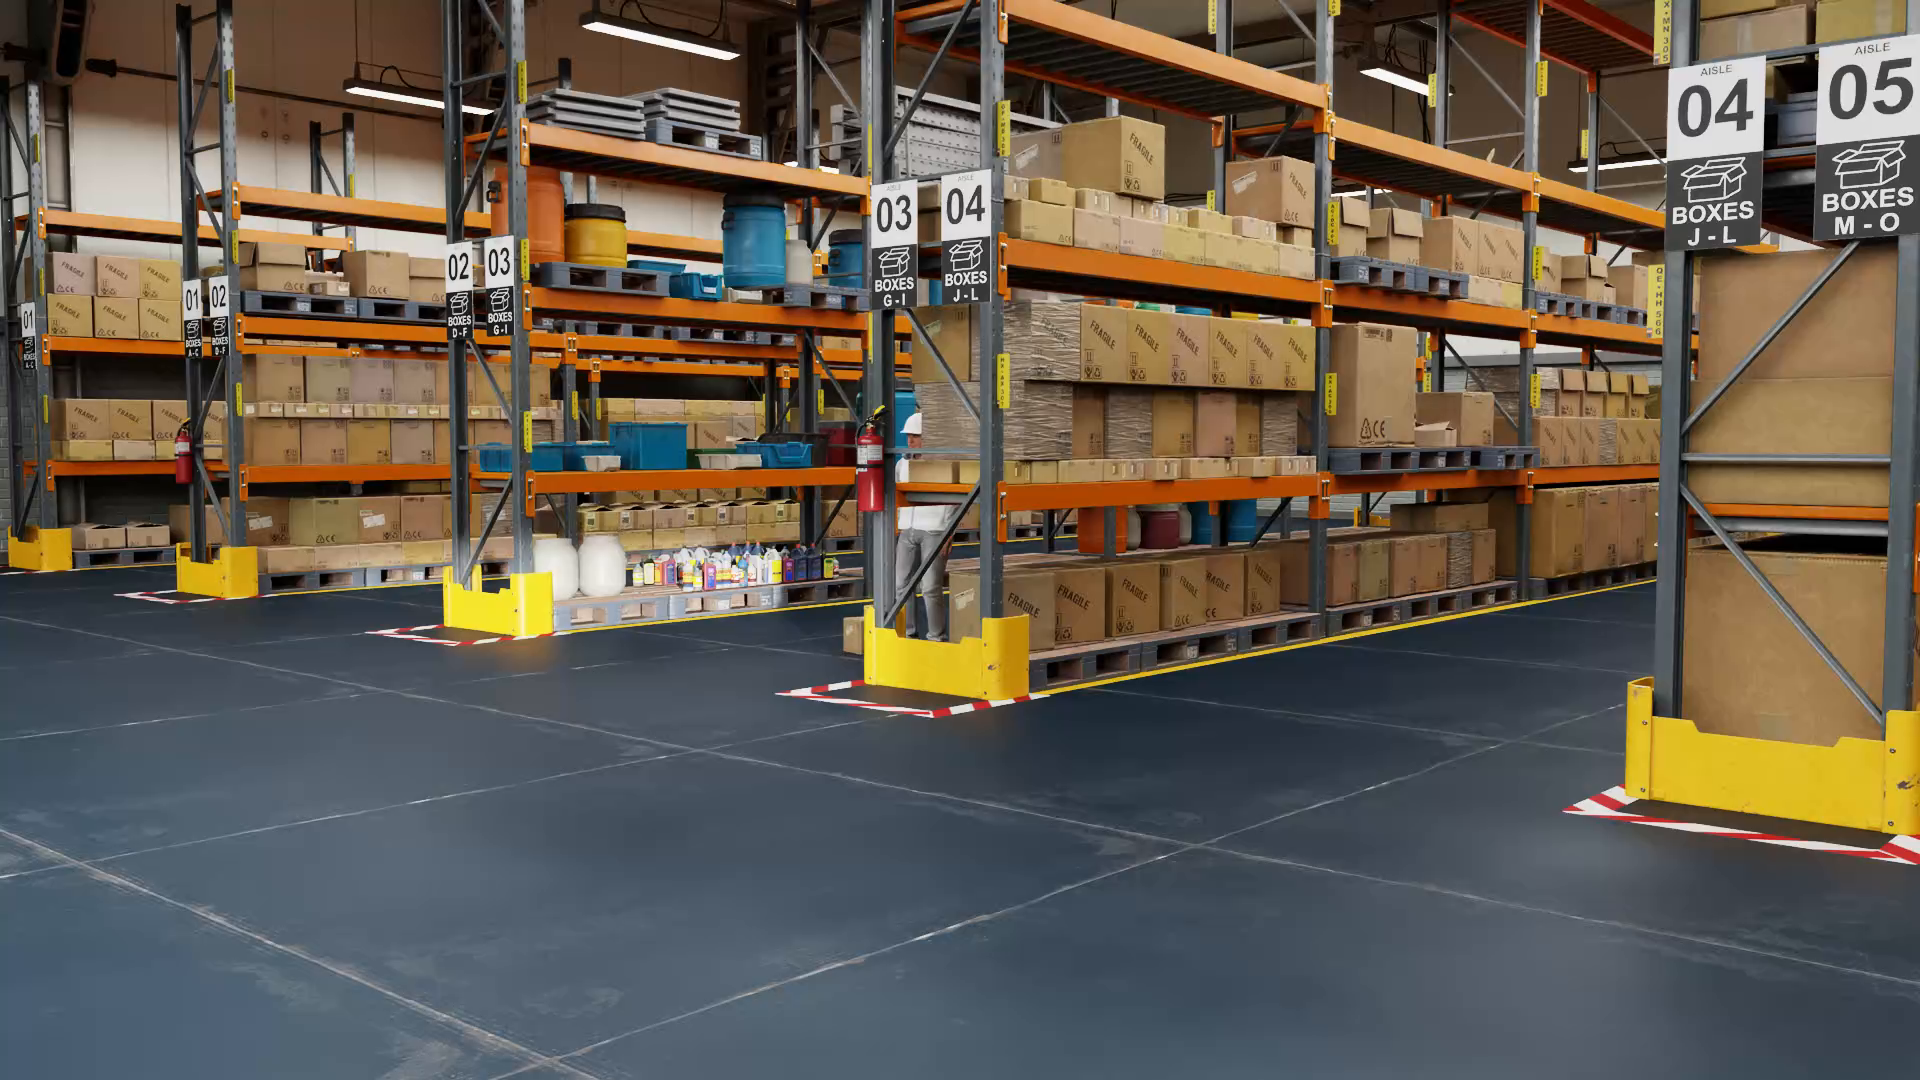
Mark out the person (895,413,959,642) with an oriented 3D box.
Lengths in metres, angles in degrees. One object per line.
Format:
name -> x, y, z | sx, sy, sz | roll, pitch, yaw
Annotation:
person -> -0.276, -0.047, 12.262 | 0.592, 1.773, 0.459 | 3, 4, 37
